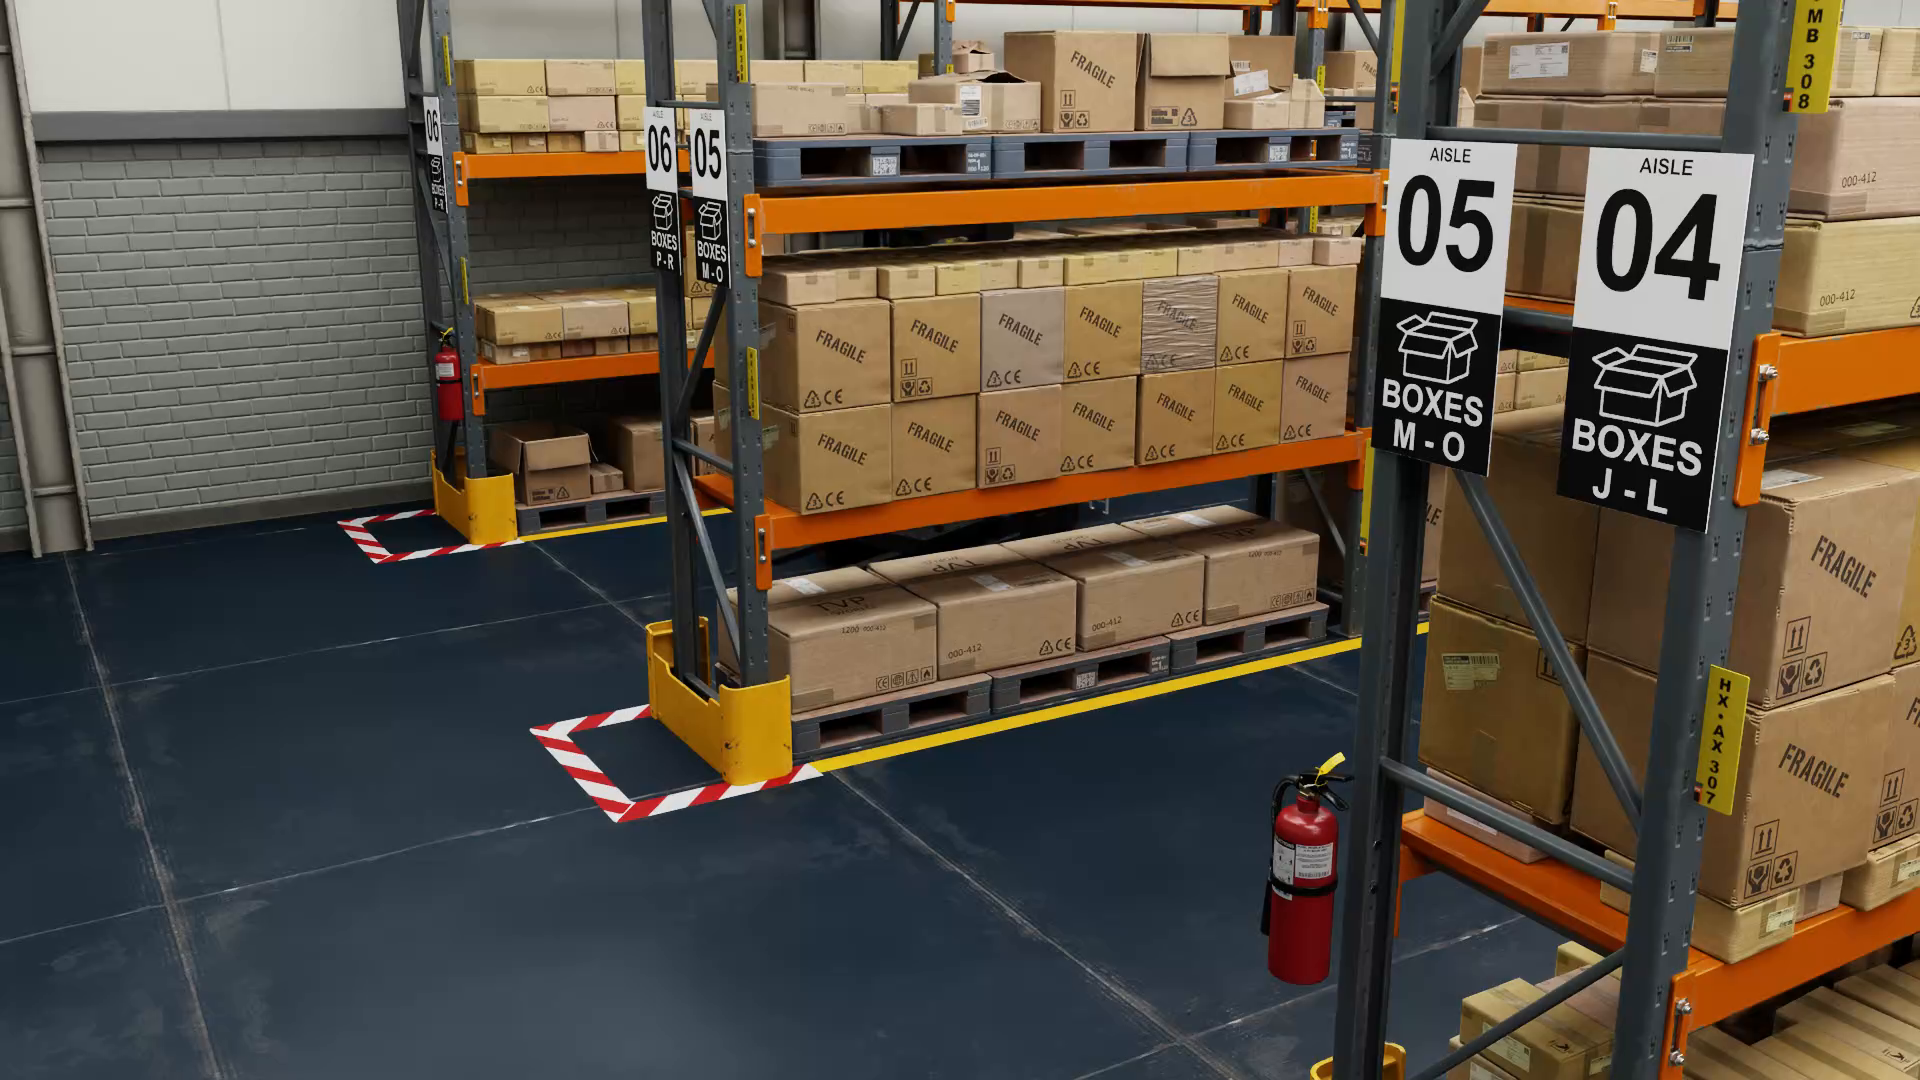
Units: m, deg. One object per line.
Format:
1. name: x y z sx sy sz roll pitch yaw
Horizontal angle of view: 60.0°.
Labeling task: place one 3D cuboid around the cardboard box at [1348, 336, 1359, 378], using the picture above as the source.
1. cardboard box: 2.713 -1.119 10.194 0.500 0.250 0.500 -10 18 -31

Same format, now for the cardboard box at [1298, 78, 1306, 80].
1. cardboard box: 3.549 -4.441 16.451 0.500 0.250 0.500 -9 18 -30

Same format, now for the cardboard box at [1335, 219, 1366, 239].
1. cardboard box: 3.920 -3.074 16.431 0.250 0.149 0.380 -9 18 -28

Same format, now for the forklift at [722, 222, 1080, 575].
1. forklift: -0.377 -1.259 11.471 1.130 2.935 3.031 11 19 35

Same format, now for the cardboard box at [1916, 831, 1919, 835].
1. cardboard box: 2.451 0.747 4.652 0.250 0.149 0.380 -8 18 -27

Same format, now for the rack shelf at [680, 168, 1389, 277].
1. rack shelf: 0.476 -1.774 8.957 4.000 0.370 1.077 -9 18 -30

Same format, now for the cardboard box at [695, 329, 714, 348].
1. cardboard box: -2.029 -1.616 13.083 0.250 0.149 0.380 -9 18 -28

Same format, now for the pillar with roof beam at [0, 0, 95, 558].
1. pillar with roof beam: -4.356 -3.272 7.412 0.400 9.000 9.100 -9 18 -30

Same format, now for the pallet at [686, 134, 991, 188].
1. pallet: -0.608 -1.905 8.256 1.213 0.211 1.003 -9 18 -30

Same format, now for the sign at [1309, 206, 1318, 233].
1. sign: 3.348 -3.053 15.746 0.005 0.325 0.100 -9 18 -30

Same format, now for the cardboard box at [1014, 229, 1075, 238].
1. cardboard box: 0.605 -2.440 14.593 0.500 0.500 0.700 -9 18 -29

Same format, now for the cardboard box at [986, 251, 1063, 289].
1. cardboard box: 0.328 -1.402 8.615 0.250 0.149 0.380 -9 18 -29

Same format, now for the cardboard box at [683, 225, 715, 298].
1. cardboard box: -1.984 -2.187 12.993 0.500 0.500 0.500 -9 18 -28

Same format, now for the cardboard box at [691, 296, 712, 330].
1. cardboard box: -1.978 -1.835 13.126 0.500 0.250 0.500 -10 18 -31

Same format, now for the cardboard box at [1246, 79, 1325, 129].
1. cardboard box: 1.808 -2.421 9.218 0.258 0.266 0.396 -9 18 -28

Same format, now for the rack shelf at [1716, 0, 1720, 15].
1. rack shelf: 7.334 -4.138 12.573 4.000 0.370 1.077 -9 18 -30

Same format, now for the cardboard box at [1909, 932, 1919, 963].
1. cardboard box: 3.306 1.378 5.337 0.250 0.149 0.380 -9 18 -30

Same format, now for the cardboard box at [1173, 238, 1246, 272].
1. cardboard box: 1.382 -1.596 9.308 0.250 0.149 0.380 -9 18 -30

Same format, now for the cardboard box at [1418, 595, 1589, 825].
1. cardboard box: 1.651 0.420 4.619 0.500 0.500 0.500 -9 18 -29

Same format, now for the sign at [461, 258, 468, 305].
1. sign: -3.518 -1.837 11.803 0.005 0.325 0.100 -9 18 -30

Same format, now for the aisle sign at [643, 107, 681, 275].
1. aisle sign: -1.459 -1.712 8.142 0.004 0.787 0.394 -9 18 -30

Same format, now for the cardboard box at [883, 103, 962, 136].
1. cardboard box: -0.187 -2.070 8.181 0.250 0.149 0.380 -8 18 -28

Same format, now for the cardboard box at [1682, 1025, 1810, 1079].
1. cardboard box: 2.196 1.557 4.700 0.250 0.149 0.380 -9 18 -29

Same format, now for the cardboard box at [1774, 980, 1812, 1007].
1. cardboard box: 2.585 1.473 5.549 0.250 0.149 0.380 -9 18 -29

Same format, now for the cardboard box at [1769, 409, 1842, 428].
1. cardboard box: 2.096 -0.131 4.732 0.500 0.500 0.500 -10 18 -32

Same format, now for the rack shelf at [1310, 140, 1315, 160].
1. rack shelf: 1.346 -3.478 15.035 4.000 0.370 1.077 -9 18 -30

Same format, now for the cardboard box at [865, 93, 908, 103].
1. cardboard box: -0.653 -3.492 13.480 0.500 0.250 0.500 -9 18 -30

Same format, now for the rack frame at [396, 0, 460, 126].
1. rack frame: -3.798 -4.435 11.558 0.127 3.000 1.000 -9 18 -30

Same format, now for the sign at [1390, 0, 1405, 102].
1. sign: 1.129 -1.269 4.181 0.005 0.325 0.100 -9 18 -30

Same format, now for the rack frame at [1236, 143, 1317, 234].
1. rack frame: 3.060 -2.658 16.335 0.127 3.000 1.000 -9 18 -30

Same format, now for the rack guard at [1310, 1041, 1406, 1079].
1. rack guard: 1.463 1.926 4.612 0.348 0.500 1.175 -9 18 -30

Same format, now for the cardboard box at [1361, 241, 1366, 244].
1. cardboard box: 2.884 -1.678 10.799 0.500 0.500 0.500 -9 18 -29

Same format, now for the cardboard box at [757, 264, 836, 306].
1. cardboard box: -0.791 -1.225 7.984 0.250 0.149 0.380 -9 18 -29

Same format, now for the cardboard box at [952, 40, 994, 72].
1. cardboard box: 0.069 -3.980 13.675 0.258 0.266 0.396 -9 18 -30

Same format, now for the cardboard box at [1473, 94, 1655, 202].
1. cardboard box: 1.662 -1.003 4.223 0.500 0.250 0.500 -10 18 -31

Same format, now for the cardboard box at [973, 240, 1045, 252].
1. cardboard box: 0.267 -1.558 9.173 0.250 0.149 0.380 -9 18 -28

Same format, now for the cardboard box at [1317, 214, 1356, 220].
1. cardboard box: 3.829 -3.245 17.041 0.250 0.149 0.380 -10 18 -31

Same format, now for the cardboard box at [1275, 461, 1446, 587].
1. cardboard box: 2.681 -0.238 10.860 0.875 0.875 0.875 -9 18 -28

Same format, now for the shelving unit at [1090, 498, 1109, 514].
1. shelving unit: 0.895 -0.779 12.965 0.503 1.200 0.258 -9 18 -29

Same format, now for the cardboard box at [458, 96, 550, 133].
1. cardboard box: -3.276 -3.060 11.937 0.500 0.250 0.500 -9 18 -30

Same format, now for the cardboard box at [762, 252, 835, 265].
1. cardboard box: -0.828 -1.377 8.526 0.250 0.149 0.380 -9 18 -29

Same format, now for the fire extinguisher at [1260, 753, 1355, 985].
1. fire extinguisher: 0.944 0.878 4.554 0.183 0.674 0.296 -9 18 -30

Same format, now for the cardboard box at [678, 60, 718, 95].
1. cardboard box: -1.987 -3.518 12.646 0.500 0.250 0.500 -9 18 -28

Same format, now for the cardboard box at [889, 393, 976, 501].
1. cardboard box: -0.259 -0.523 8.534 0.500 0.500 0.500 -10 18 -31

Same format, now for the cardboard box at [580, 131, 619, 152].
1. cardboard box: -2.698 -2.945 12.266 0.250 0.149 0.380 -9 18 -29

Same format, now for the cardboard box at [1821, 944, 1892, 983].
1. cardboard box: 2.862 1.315 5.561 0.250 0.149 0.380 -10 18 -32

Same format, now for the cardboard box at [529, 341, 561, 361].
1. cardboard box: -3.180 -1.453 12.502 0.250 0.149 0.380 -9 18 -28

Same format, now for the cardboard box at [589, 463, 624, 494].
1. cardboard box: -2.840 -0.489 13.099 0.250 0.149 0.380 -10 19 -32

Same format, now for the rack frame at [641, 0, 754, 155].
1. rack frame: -1.238 -3.287 7.463 0.127 3.000 1.000 -9 18 -30

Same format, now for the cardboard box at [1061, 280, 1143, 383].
1. cardboard box: 0.624 -1.145 8.899 0.500 0.500 0.500 -9 18 -29

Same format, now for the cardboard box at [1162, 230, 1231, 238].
1. cardboard box: 1.378 -1.728 9.776 0.250 0.149 0.380 -9 18 -30

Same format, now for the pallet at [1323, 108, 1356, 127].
1. pallet: 3.596 -4.126 16.366 1.003 0.211 1.213 -8 18 -27

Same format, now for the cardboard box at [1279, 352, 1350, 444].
1. cardboard box: 1.925 -0.879 9.802 0.500 0.500 0.500 -9 18 -29
